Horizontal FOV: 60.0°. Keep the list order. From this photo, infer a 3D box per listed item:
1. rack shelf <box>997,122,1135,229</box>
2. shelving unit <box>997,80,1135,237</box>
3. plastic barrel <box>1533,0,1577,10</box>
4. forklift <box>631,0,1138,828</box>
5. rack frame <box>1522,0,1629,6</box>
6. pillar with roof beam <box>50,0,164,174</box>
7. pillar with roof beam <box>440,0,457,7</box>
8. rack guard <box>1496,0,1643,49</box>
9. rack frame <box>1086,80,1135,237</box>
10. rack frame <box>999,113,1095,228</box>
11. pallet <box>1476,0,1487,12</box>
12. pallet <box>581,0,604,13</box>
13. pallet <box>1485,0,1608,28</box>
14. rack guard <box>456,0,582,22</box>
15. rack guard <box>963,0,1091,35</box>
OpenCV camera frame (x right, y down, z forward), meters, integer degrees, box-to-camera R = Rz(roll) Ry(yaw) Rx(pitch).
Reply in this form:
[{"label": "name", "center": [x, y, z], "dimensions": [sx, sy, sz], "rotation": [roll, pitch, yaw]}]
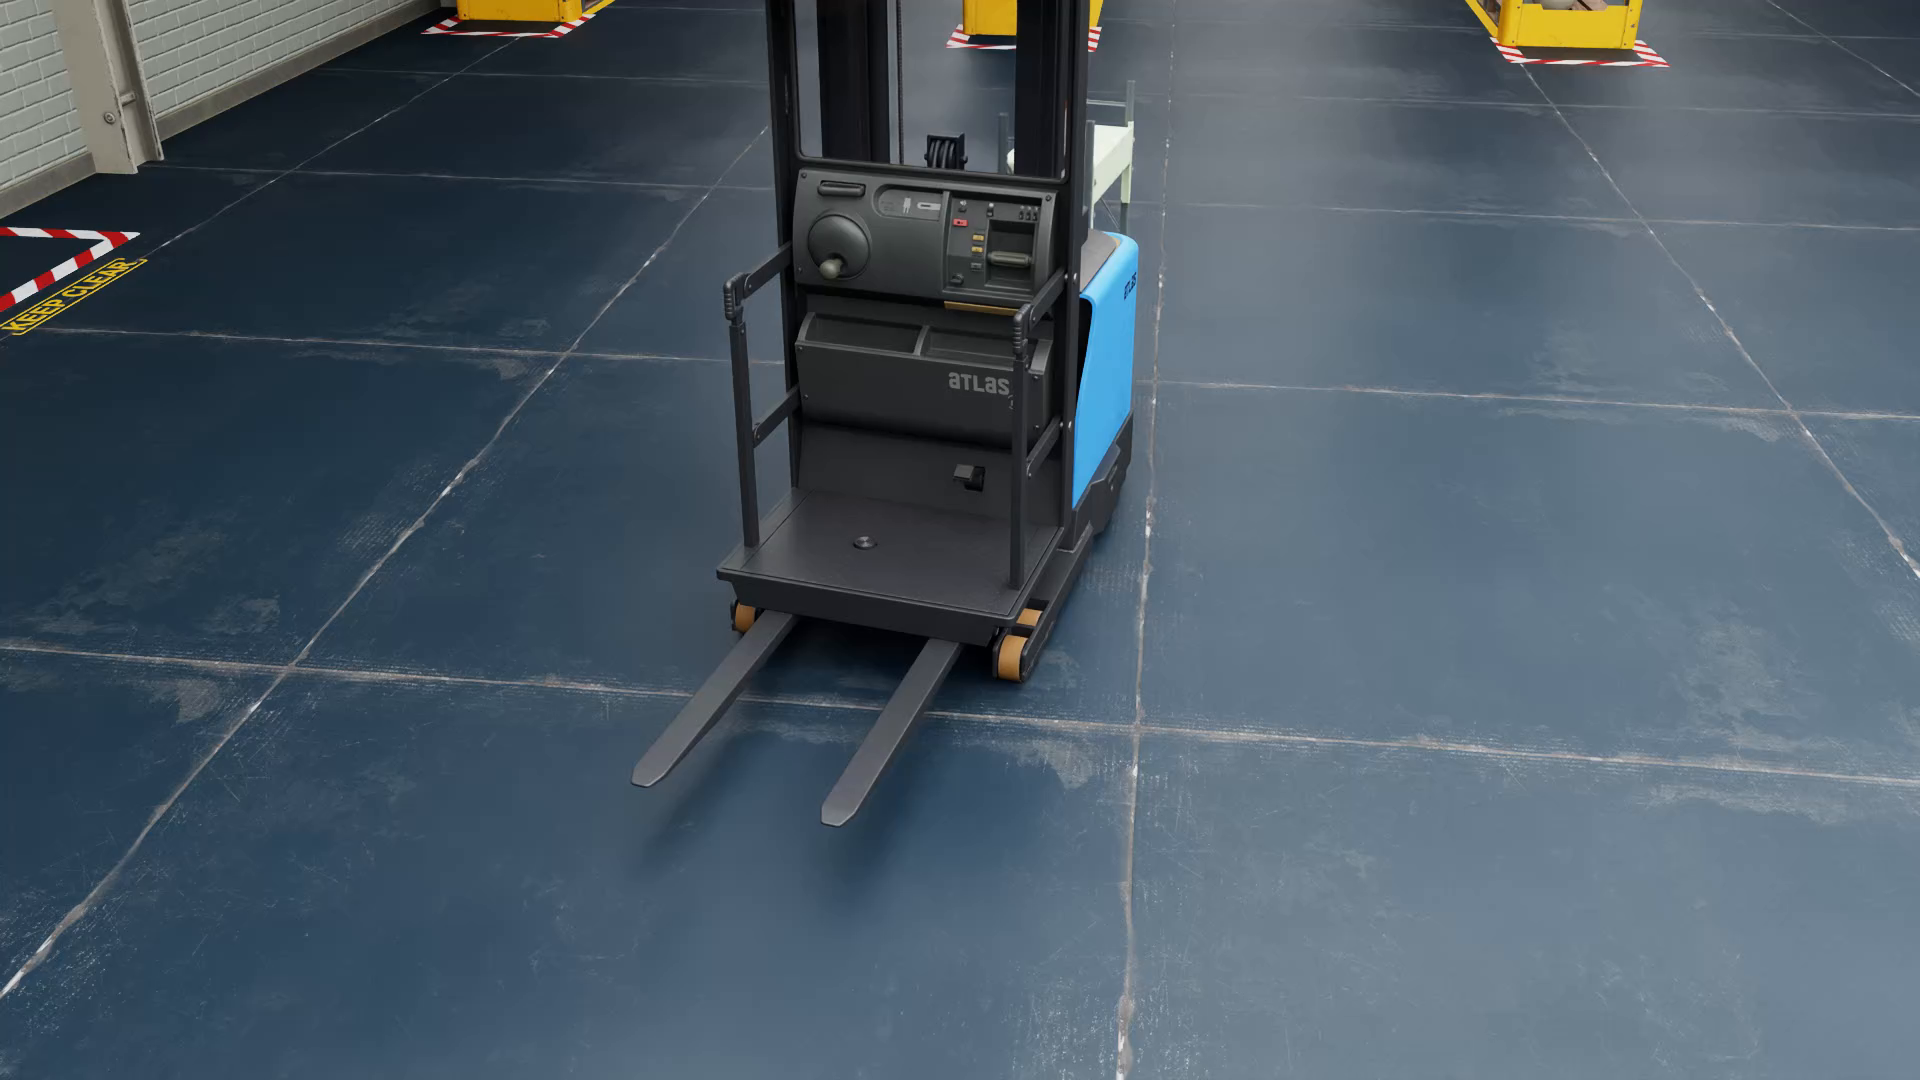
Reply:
[{"label": "rack shelf", "center": [0.469, -1.574, 7.267], "dimensions": [0.431, 0.370, 0.720], "rotation": [9, 30, 16]}, {"label": "shelving unit", "center": [0.469, -1.230, 7.452], "dimensions": [0.431, 1.500, 0.755], "rotation": [9, 30, 16]}, {"label": "plastic barrel", "center": [5.546, -5.207, 15.433], "dimensions": [0.421, 0.512, 0.421], "rotation": [0, 28, 0]}, {"label": "forklift", "center": [-0.195, -1.006, 5.527], "dimensions": [1.130, 2.935, 3.031], "rotation": [9, 30, 16]}, {"label": "rack frame", "center": [5.541, -5.803, 14.360], "dimensions": [1.000, 3.000, 0.127], "rotation": [3, 28, 6]}, {"label": "pillar with roof beam", "center": [-1.527, -6.326, 9.004], "dimensions": [9.100, 9.000, 0.400], "rotation": [3, 28, 6]}, {"label": "pillar with roof beam", "center": [-0.792, -9.150, 14.246], "dimensions": [9.100, 9.000, 0.400], "rotation": [3, 28, 6]}, {"label": "rack guard", "center": [5.503, -4.741, 15.024], "dimensions": [1.175, 0.500, 0.348], "rotation": [3, 28, 6]}, {"label": "rack frame", "center": [0.582, -1.395, 7.758], "dimensions": [0.400, 1.500, 0.023], "rotation": [9, 30, 16]}, {"label": "rack frame", "center": [0.355, -1.065, 7.145], "dimensions": [0.400, 1.500, 0.023], "rotation": [9, 30, 16]}, {"label": "pallet", "center": [5.760, -5.569, 16.865], "dimensions": [1.003, 0.211, 1.213], "rotation": [3, 28, 6]}, {"label": "pallet", "center": [-4.148, -5.568, 16.862], "dimensions": [1.003, 0.211, 1.213], "rotation": [3, 28, 6]}, {"label": "pallet", "center": [5.608, -4.996, 15.802], "dimensions": [1.003, 0.211, 1.213], "rotation": [3, 28, 6]}, {"label": "rack guard", "center": [-4.282, -5.314, 16.087], "dimensions": [1.175, 0.500, 0.348], "rotation": [3, 28, 6]}, {"label": "rack guard", "center": [0.622, -4.981, 15.469], "dimensions": [1.175, 0.500, 0.348], "rotation": [3, 28, 6]}]
